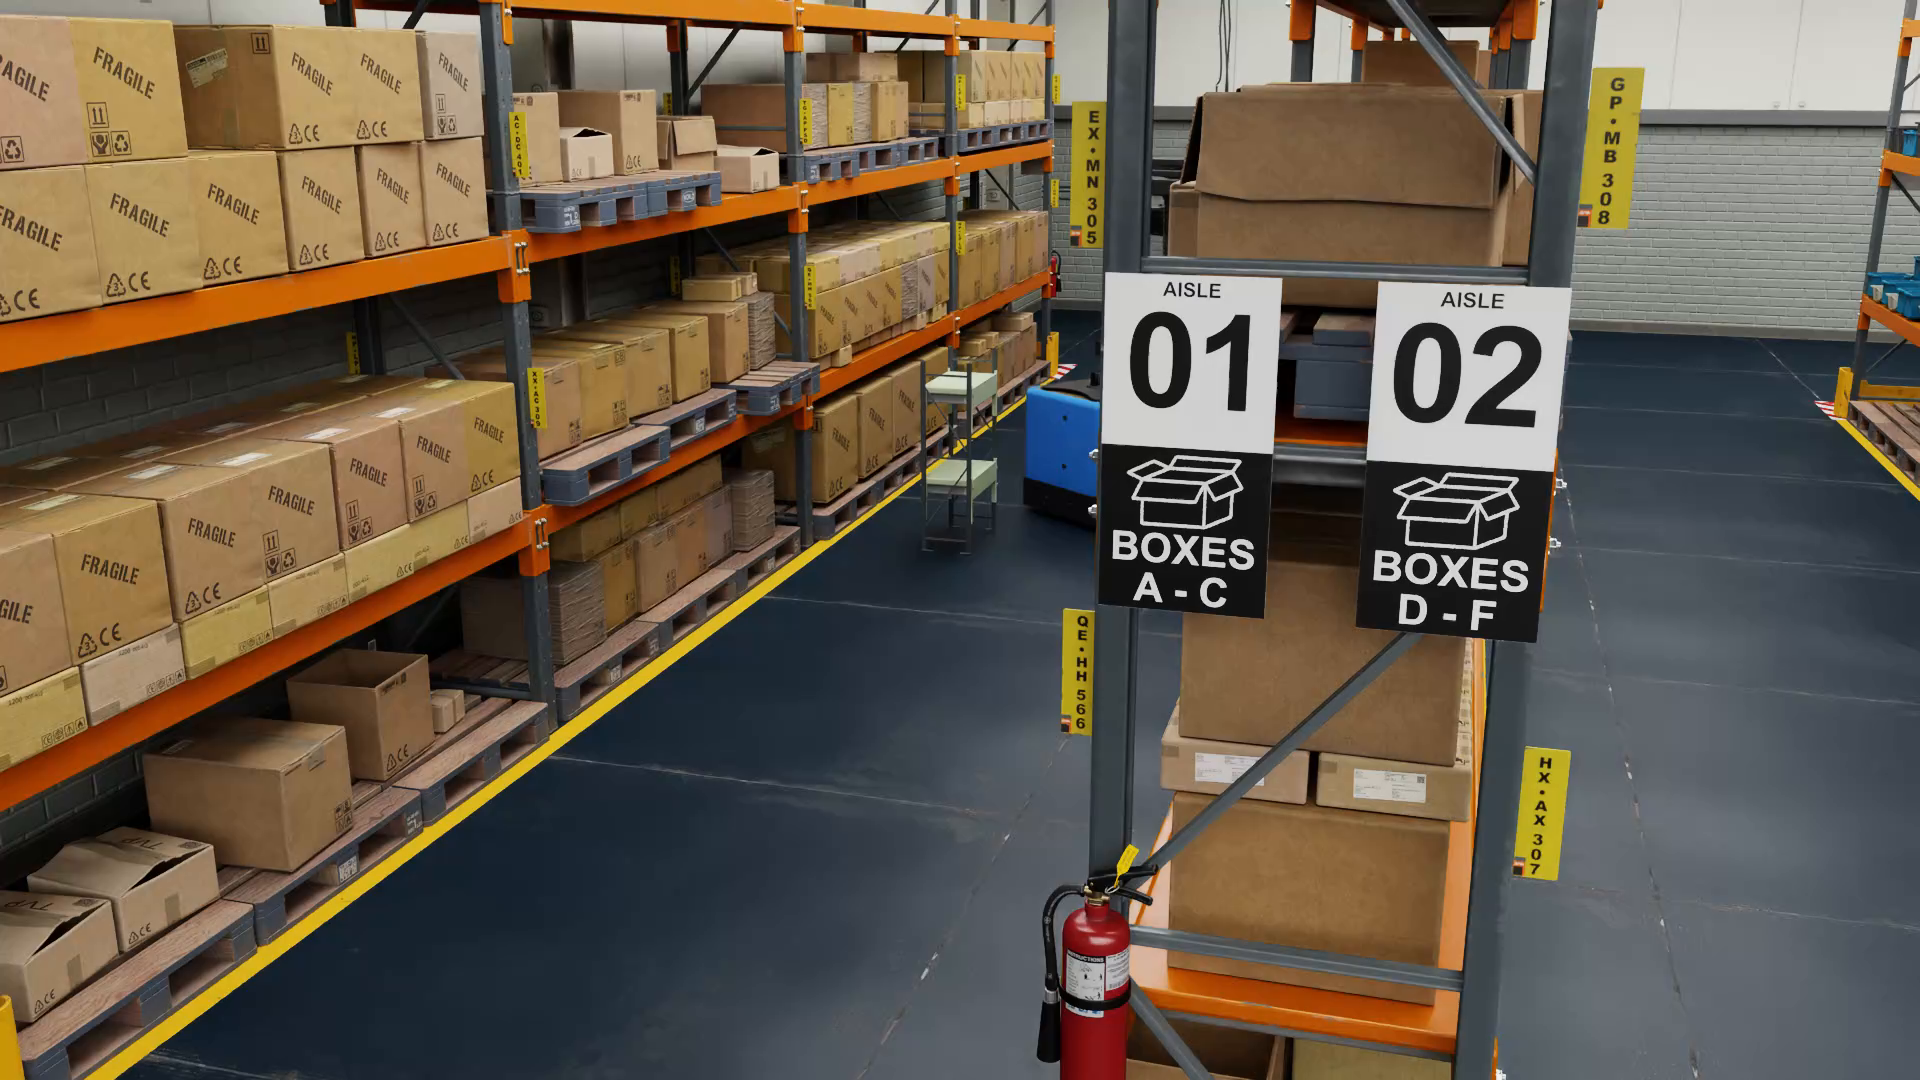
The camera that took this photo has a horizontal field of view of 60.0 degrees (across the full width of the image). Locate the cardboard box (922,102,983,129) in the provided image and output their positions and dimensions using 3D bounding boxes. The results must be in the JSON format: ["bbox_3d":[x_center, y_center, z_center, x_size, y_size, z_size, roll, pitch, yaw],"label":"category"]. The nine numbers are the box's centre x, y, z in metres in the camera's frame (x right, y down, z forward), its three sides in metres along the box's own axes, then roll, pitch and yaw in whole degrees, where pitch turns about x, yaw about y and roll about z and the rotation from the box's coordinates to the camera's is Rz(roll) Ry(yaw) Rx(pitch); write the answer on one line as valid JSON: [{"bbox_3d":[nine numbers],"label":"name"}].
[{"bbox_3d":[-0.073,-4.258,16.670,0.500,0.250,0.500,5,16,16],"label":"cardboard box"}]

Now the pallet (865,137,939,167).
[{"bbox_3d":[-0.735,-3.584,15.322,0.805,0.209,1.217,4,16,14],"label":"pallet"}]

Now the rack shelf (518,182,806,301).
[{"bbox_3d":[-2.227,-2.004,10.719,1.077,0.370,4.000,5,16,16],"label":"rack shelf"}]

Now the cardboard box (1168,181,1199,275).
[{"bbox_3d":[0.893,-0.916,4.814,0.500,0.250,0.500,5,16,16],"label":"cardboard box"}]

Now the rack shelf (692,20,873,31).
[{"bbox_3d":[-1.090,-4.395,14.027,0.919,0.124,3.809,5,16,16],"label":"rack shelf"}]

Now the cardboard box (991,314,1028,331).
[{"bbox_3d":[0.578,-2.529,19.372,0.380,0.149,0.250,5,17,17],"label":"cardboard box"}]

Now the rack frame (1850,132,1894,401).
[{"bbox_3d":[10.113,-2.755,17.545,1.000,3.000,0.127,5,16,16],"label":"rack frame"}]

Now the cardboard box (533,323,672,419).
[{"bbox_3d":[-2.295,-1.094,10.701,0.700,0.500,0.500,7,17,24],"label":"cardboard box"}]

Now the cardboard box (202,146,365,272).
[{"bbox_3d":[-2.979,-1.454,7.242,0.500,0.500,0.500,4,16,14],"label":"cardboard box"}]

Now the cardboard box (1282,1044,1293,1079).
[{"bbox_3d":[0.818,1.872,5.502,0.500,0.250,0.500,5,16,16],"label":"cardboard box"}]

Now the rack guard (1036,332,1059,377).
[{"bbox_3d":[0.622,-2.327,20.617,1.175,0.500,0.348,5,16,16],"label":"rack guard"}]

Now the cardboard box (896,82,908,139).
[{"bbox_3d":[-0.877,-3.958,15.300,0.700,0.500,0.500,4,16,13],"label":"cardboard box"}]

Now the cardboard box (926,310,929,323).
[{"bbox_3d":[-0.512,-2.123,15.741,0.380,0.149,0.250,5,17,18],"label":"cardboard box"}]

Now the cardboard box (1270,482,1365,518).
[{"bbox_3d":[1.123,0.101,4.917,0.700,0.500,0.500,4,16,14],"label":"cardboard box"}]

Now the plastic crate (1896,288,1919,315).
[{"bbox_3d":[9.353,-2.320,16.208,0.416,0.233,0.300,5,16,16],"label":"plastic crate"}]

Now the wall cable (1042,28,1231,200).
[{"bbox_3d":[2.565,-6.367,24.978,3.097,2.526,0.112,5,16,16],"label":"wall cable"}]

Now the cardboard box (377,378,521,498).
[{"bbox_3d":[-2.633,-0.534,8.580,0.500,0.500,0.500,5,16,16],"label":"cardboard box"}]

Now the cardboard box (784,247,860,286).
[{"bbox_3d":[-1.130,-2.231,13.560,0.500,0.250,0.500,4,16,15],"label":"cardboard box"}]

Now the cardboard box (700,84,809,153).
[{"bbox_3d":[-1.578,-3.262,12.846,0.700,0.500,0.500,3,16,12],"label":"cardboard box"}]

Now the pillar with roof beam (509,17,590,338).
[{"bbox_3d":[1.270,-3.709,9.916,9.100,9.000,0.400,5,16,16],"label":"pillar with roof beam"}]

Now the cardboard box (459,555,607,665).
[{"bbox_3d":[-2.602,0.413,10.150,0.700,0.500,0.500,5,17,18],"label":"cardboard box"}]

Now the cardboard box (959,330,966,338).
[{"bbox_3d":[-0.148,-2.226,18.304,0.380,0.149,0.250,5,17,16],"label":"cardboard box"}]

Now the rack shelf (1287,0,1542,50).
[{"bbox_3d":[2.524,-2.871,9.013,1.077,0.370,4.000,5,16,16],"label":"rack shelf"}]

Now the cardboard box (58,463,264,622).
[{"bbox_3d":[-3.205,0.000,6.697,0.500,0.500,0.500,4,16,14],"label":"cardboard box"}]

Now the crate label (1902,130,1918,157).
[{"bbox_3d":[9.541,-3.910,16.393,0.408,0.251,0.502,5,16,16],"label":"crate label"}]

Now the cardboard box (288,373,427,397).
[{"bbox_3d":[-3.129,-0.575,8.724,0.500,0.500,0.500,4,16,15],"label":"cardboard box"}]

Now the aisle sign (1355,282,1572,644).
[{"bbox_3d":[1.093,-0.164,3.646,0.394,0.787,0.004,5,16,16],"label":"aisle sign"}]

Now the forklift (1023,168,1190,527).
[{"bbox_3d":[2.018,-1.764,14.294,3.031,2.867,1.129,-12,20,-36],"label":"forklift"}]

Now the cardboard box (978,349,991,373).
[{"bbox_3d":[-0.065,-1.795,17.972,0.700,0.500,0.500,4,16,15],"label":"cardboard box"}]

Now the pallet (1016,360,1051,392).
[{"bbox_3d":[0.463,-1.966,19.875,1.003,0.211,1.213,5,16,16],"label":"pallet"}]

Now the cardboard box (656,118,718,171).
[{"bbox_3d":[-2.116,-2.601,11.278,0.797,0.503,0.637,7,17,24],"label":"cardboard box"}]

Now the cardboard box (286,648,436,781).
[{"bbox_3d":[-3.052,0.882,8.498,0.500,0.500,0.500,3,16,12],"label":"cardboard box"}]

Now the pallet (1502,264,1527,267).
[{"bbox_3d":[1.389,-0.858,5.521,1.003,0.211,1.213,5,16,16],"label":"pallet"}]

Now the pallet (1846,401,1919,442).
[{"bbox_3d":[9.842,-1.201,17.176,1.003,0.211,1.213,5,16,16],"label":"pallet"}]

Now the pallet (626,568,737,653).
[{"bbox_3d":[-2.231,0.434,11.413,1.003,0.211,1.213,5,16,16],"label":"pallet"}]

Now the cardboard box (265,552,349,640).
[{"bbox_3d":[-3.059,0.220,7.293,0.500,0.250,0.500,5,17,16],"label":"cardboard box"}]

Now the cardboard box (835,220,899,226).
[{"bbox_3d":[-0.902,-2.938,16.052,0.500,0.250,0.500,5,17,18],"label":"cardboard box"}]

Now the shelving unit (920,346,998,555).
[{"bbox_3d":[-0.002,-0.720,13.119,0.431,1.500,0.755,5,16,16],"label":"shelving unit"}]

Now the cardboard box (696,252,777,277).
[{"bbox_3d":[-1.778,-2.131,13.205,0.500,0.250,0.500,5,17,17],"label":"cardboard box"}]

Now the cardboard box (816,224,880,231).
[{"bbox_3d":[-1.045,-2.801,15.567,0.500,0.250,0.500,5,17,17],"label":"cardboard box"}]

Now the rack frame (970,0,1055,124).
[{"bbox_3d":[0.615,-6.409,19.435,1.000,3.000,0.127,5,16,16],"label":"rack frame"}]

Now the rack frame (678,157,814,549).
[{"bbox_3d":[-1.659,-1.430,12.875,1.000,3.000,0.127,5,16,16],"label":"rack frame"}]

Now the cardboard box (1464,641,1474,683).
[{"bbox_3d":[1.355,0.400,5.052,0.380,0.149,0.250,4,16,15],"label":"cardboard box"}]

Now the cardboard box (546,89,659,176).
[{"bbox_3d":[-2.213,-2.536,10.325,0.500,0.500,0.500,4,16,14],"label":"cardboard box"}]

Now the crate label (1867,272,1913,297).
[{"bbox_3d":[9.728,-2.664,17.422,0.416,0.233,0.303,5,16,16],"label":"crate label"}]

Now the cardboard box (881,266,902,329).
[{"bbox_3d":[-0.835,-2.141,14.616,0.500,0.500,0.500,5,17,17],"label":"cardboard box"}]

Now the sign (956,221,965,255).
[{"bbox_3d":[0.001,-2.956,16.278,0.100,0.325,0.005,5,16,16],"label":"sign"}]

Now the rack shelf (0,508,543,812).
[{"bbox_3d":[-3.364,0.486,7.438,1.077,0.370,4.000,5,16,16],"label":"rack shelf"}]

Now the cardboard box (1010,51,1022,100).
[{"bbox_3d":[0.376,-5.025,18.000,0.500,0.500,0.500,4,16,13],"label":"cardboard box"}]

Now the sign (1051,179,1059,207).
[{"bbox_3d":[1.131,-4.148,19.902,0.100,0.325,0.005,5,16,16],"label":"sign"}]

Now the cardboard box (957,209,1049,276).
[{"bbox_3d":[0.480,-3.533,19.740,0.980,0.700,0.700,5,17,18],"label":"cardboard box"}]

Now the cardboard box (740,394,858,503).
[{"bbox_3d":[-1.324,-0.780,13.753,0.750,0.750,0.750,4,16,15],"label":"cardboard box"}]

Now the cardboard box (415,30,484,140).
[{"bbox_3d":[-2.678,-2.213,8.087,0.500,0.500,0.500,3,16,11],"label":"cardboard box"}]

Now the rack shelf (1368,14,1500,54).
[{"bbox_3d":[3.660,-3.918,12.703,1.077,0.370,4.000,5,16,16],"label":"rack shelf"}]

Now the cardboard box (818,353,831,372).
[{"bbox_3d":[-1.263,-1.452,13.377,0.380,0.149,0.250,5,17,17],"label":"cardboard box"}]

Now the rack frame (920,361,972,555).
[{"bbox_3d":[-0.106,-0.624,12.781,0.400,1.500,0.023,5,16,16],"label":"rack frame"}]
